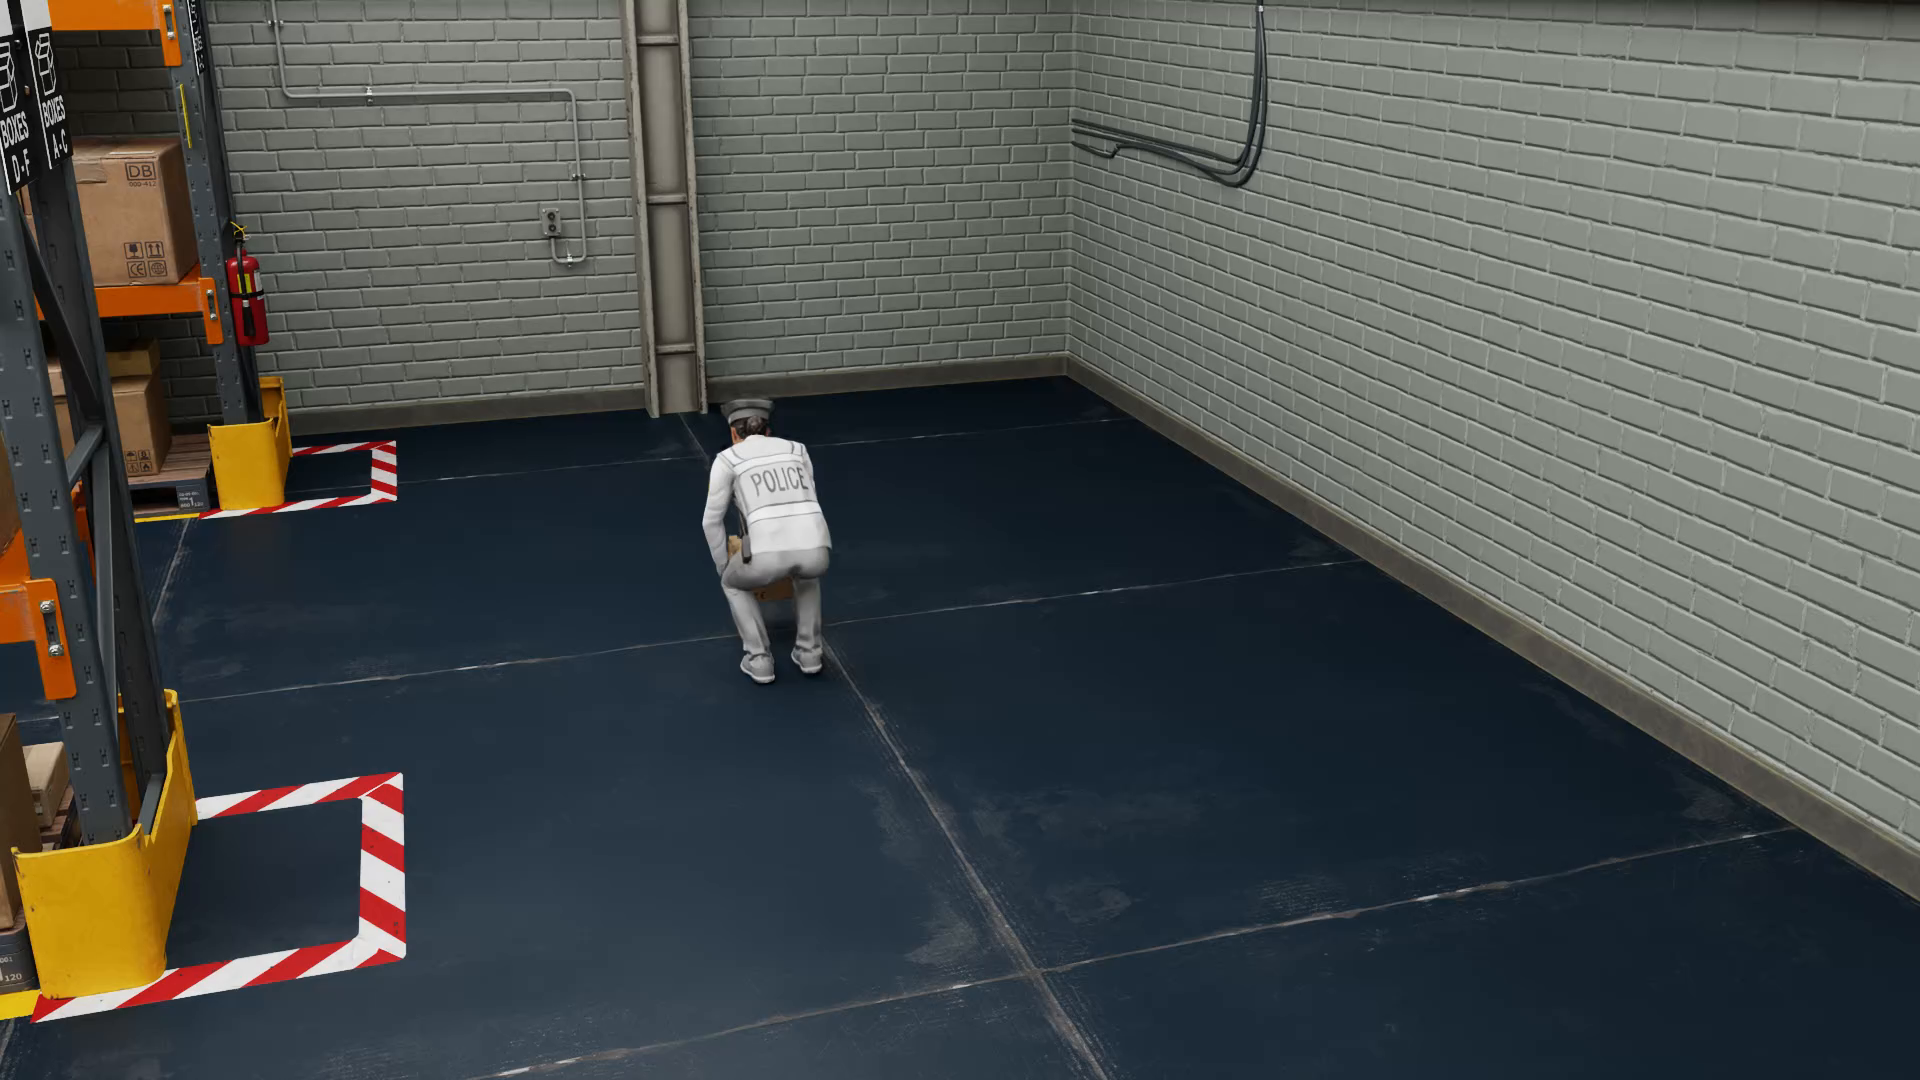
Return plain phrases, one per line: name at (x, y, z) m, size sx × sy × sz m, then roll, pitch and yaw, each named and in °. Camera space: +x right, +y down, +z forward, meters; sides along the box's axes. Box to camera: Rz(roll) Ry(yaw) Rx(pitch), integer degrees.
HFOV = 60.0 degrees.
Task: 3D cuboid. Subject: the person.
person at (-0.846, 0.002, 7.288) m, size 0.524 × 1.188 × 0.789 m, roll -6°, pitch 20°, yaw -17°
